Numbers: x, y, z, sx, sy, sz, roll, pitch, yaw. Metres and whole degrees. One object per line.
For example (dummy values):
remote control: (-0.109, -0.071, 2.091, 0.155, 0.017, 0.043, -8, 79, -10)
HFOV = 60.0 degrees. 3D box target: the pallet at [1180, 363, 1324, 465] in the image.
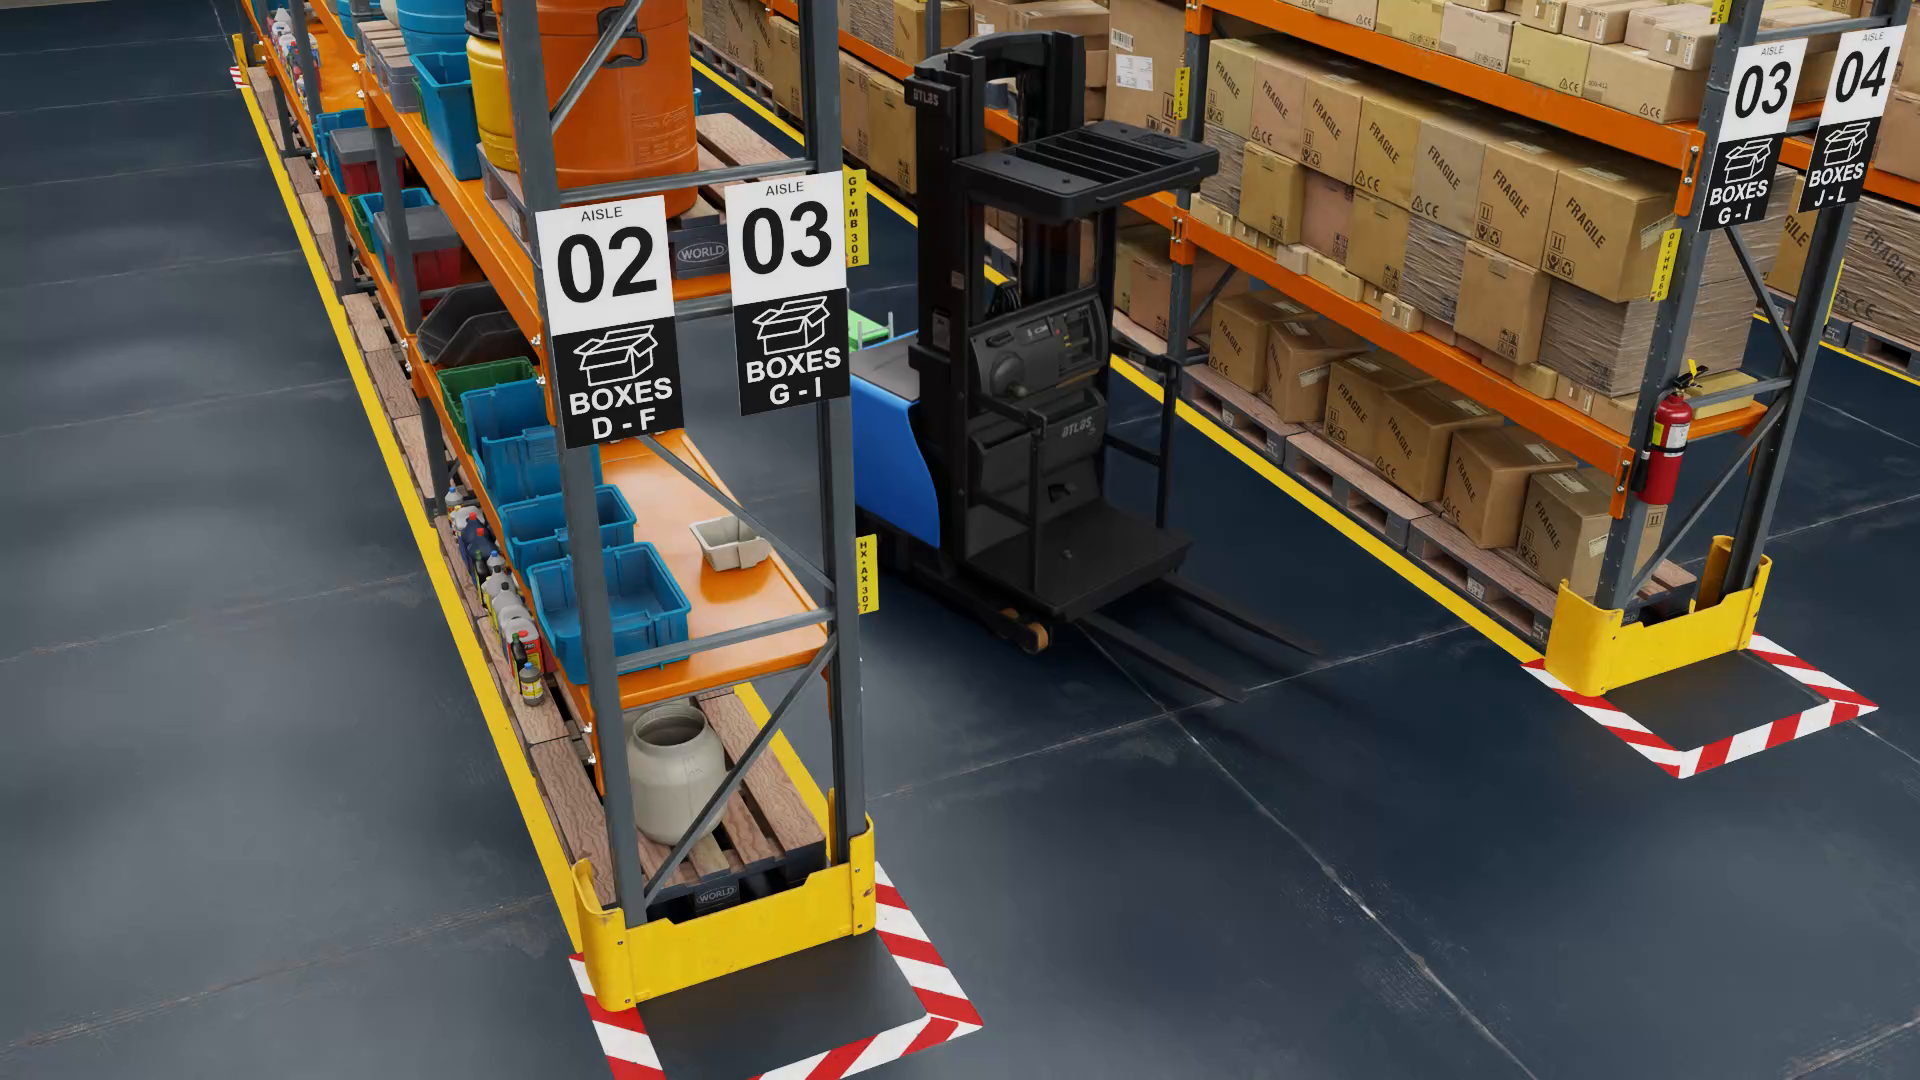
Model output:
pallet: (2.224, -0.937, 11.205, 1.003, 0.211, 1.213, -13, 32, -22)

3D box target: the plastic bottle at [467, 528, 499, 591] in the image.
plastic bottle: (-2.516, 0.088, 8.784, 0.144, 0.351, 0.185, -15, 32, -24)

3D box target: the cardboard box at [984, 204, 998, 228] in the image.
cardboard box: (0.493, -3.019, 14.173, 0.700, 0.500, 0.500, -15, 33, -25)

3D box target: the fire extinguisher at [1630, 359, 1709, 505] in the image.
fire extinguisher: (3.254, -0.494, 7.644, 0.296, 0.674, 0.183, -13, 32, -22)

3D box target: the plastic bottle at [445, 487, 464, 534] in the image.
plastic bottle: (-2.828, -0.171, 9.329, 0.097, 0.271, 0.097, 0, 29, 0)

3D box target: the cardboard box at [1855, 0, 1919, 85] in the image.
cardboard box: (6.896, -3.587, 11.822, 0.875, 0.550, 0.550, -13, 32, -22)

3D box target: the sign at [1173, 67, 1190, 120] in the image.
sign: (1.404, -2.829, 10.545, 0.100, 0.325, 0.005, -13, 32, -22)

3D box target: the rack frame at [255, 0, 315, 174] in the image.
rack frame: (-6.004, -4.936, 15.486, 1.000, 3.000, 0.127, -13, 32, -22)

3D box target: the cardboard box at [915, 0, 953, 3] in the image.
cardboard box: (-0.112, -5.017, 14.502, 0.797, 0.503, 0.637, -12, 31, -20)

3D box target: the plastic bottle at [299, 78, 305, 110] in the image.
plastic bottle: (-5.145, -3.531, 13.112, 0.097, 0.271, 0.097, 0, 29, 0)

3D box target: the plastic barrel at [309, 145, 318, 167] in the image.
plastic barrel: (-5.785, -3.960, 15.462, 0.600, 0.901, 0.708, -13, 32, -22)

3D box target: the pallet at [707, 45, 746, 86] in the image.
pallet: (-2.314, -5.652, 19.614, 1.003, 0.211, 1.213, -13, 32, -22)

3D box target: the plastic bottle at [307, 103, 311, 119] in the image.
plastic bottle: (-4.944, -3.309, 12.704, 0.061, 0.283, 0.133, -13, 32, -22)

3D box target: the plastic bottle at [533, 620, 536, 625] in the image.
plastic bottle: (-2.075, 0.461, 8.272, 0.097, 0.201, 0.097, 0, 29, 0)

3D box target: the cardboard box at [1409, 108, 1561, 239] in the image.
cardboard box: (2.730, -1.917, 8.673, 0.500, 0.500, 0.500, -13, 32, -22)

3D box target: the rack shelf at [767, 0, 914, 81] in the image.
rack shelf: (-0.672, -4.779, 15.941, 1.077, 0.370, 4.000, -13, 32, -22)

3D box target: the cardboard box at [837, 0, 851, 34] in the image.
cardboard box: (-0.901, -5.094, 15.665, 0.500, 0.500, 0.500, -12, 32, -21)

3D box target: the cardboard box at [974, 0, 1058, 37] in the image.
cardboard box: (0.455, -4.206, 13.652, 0.500, 0.500, 0.500, -17, 34, -28)

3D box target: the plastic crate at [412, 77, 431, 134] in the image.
plastic crate: (-2.138, -1.864, 7.157, 0.336, 0.188, 0.450, -13, 32, -22)

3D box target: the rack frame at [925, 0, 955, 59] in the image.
rack frame: (0.187, -4.209, 14.190, 1.000, 3.000, 0.127, -13, 32, -22)

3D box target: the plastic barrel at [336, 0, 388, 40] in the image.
plastic barrel: (-2.984, -3.108, 8.647, 0.600, 0.901, 0.708, -13, 32, -22)

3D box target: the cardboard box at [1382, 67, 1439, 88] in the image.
cardboard box: (2.775, -2.469, 9.658, 0.500, 0.500, 0.500, -13, 32, -22)

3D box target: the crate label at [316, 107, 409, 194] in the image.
crate label: (-4.104, -2.689, 11.443, 0.502, 0.435, 0.616, -13, 32, -22)

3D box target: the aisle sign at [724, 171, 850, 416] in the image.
aisle sign: (-0.556, -0.799, 5.450, 0.394, 0.787, 0.004, -13, 32, -22)

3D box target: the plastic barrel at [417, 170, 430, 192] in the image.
plastic barrel: (-3.471, -2.622, 11.246, 0.421, 0.512, 0.421, 0, 29, 0)

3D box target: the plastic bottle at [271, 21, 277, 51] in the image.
plastic bottle: (-6.066, -4.480, 14.803, 0.097, 0.271, 0.097, 0, 29, 0)

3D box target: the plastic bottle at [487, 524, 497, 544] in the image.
plastic bottle: (-2.467, -0.025, 8.987, 0.144, 0.351, 0.185, -13, 32, -22)

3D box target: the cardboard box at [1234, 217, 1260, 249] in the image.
cardboard box: (1.953, -1.957, 10.430, 0.380, 0.149, 0.250, -13, 32, -22)

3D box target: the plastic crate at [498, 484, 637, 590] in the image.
plastic crate: (-1.611, -0.017, 6.865, 0.499, 0.251, 0.408, -13, 32, -22)

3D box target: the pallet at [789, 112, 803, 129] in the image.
pallet: (-1.131, -4.435, 17.443, 1.003, 0.211, 1.213, -13, 32, -22)

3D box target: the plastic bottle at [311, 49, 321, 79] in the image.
plastic bottle: (-5.413, -3.972, 13.897, 0.097, 0.271, 0.097, 0, 29, 0)

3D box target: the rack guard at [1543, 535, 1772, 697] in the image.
rack guard: (3.589, 0.381, 8.559, 1.175, 0.500, 0.348, -13, 32, -22)

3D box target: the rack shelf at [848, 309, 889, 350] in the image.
rack shelf: (-0.638, -1.220, 9.848, 0.258, 0.148, 0.480, -21, 35, -32)

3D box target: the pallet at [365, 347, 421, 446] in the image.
pallet: (-3.469, -1.065, 11.433, 1.003, 0.211, 1.213, -13, 32, -22)

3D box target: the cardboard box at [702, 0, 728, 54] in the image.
cardboard box: (-2.510, -6.332, 19.718, 0.875, 0.875, 0.875, -13, 32, -22)

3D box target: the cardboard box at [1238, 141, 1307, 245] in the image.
cardboard box: (2.224, -2.176, 10.157, 0.875, 0.500, 0.500, -13, 32, -22)

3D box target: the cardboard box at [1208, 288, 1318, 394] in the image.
cardboard box: (2.040, -1.350, 11.217, 0.500, 0.500, 0.500, -14, 32, -23)

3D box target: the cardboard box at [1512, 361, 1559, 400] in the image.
cardboard box: (3.052, -0.859, 8.471, 0.380, 0.149, 0.250, -13, 32, -22)

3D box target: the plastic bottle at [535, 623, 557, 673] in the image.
plastic bottle: (-2.024, 0.499, 8.122, 0.061, 0.283, 0.133, -13, 32, -22)

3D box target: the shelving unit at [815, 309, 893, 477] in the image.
shelving unit: (-0.638, -0.857, 10.052, 0.258, 1.200, 0.503, -21, 35, -32)

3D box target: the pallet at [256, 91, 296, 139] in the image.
pallet: (-6.882, -4.576, 17.695, 1.003, 0.211, 1.213, -13, 32, -22)

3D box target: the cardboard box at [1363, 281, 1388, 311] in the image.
cardboard box: (2.529, -1.414, 9.462, 0.380, 0.149, 0.250, -13, 32, -22)

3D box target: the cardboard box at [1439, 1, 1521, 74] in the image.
cardboard box: (2.756, -2.526, 8.274, 0.500, 0.250, 0.500, -12, 32, -21)

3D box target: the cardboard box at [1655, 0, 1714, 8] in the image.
cardboard box: (3.468, -2.483, 7.790, 0.380, 0.149, 0.250, -14, 32, -23)

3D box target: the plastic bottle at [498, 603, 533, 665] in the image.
plastic bottle: (-2.179, 0.463, 8.192, 0.152, 0.276, 0.135, -14, 32, -23)

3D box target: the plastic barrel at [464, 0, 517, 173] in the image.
plastic barrel: (-1.456, -1.686, 6.001, 0.600, 0.588, 0.600, 0, 29, 0)

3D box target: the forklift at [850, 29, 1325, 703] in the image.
forklift: (0.561, -0.966, 8.476, 1.130, 2.935, 3.031, -24, 37, -36)

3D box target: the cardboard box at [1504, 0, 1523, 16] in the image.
cardboard box: (2.875, -2.628, 8.049, 0.380, 0.149, 0.250, -13, 32, -21)

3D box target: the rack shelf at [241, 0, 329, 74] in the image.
rack shelf: (-6.862, -5.506, 17.238, 1.077, 0.370, 4.000, -13, 32, -22)

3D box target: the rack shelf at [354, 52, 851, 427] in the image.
rack shelf: (-1.711, -1.513, 7.051, 1.077, 0.370, 4.000, -13, 32, -22)

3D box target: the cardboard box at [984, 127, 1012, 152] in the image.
cardboard box: (0.502, -3.348, 13.994, 0.500, 0.250, 0.500, -12, 31, -20)

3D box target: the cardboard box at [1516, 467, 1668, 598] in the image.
cardboard box: (3.368, -0.048, 8.894, 0.500, 0.500, 0.500, -7, 30, -13)

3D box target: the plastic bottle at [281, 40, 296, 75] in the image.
plastic bottle: (-5.652, -4.086, 14.097, 0.152, 0.276, 0.135, -13, 32, -22)

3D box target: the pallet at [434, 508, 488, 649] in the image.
pallet: (-2.318, 0.119, 9.321, 1.003, 0.211, 1.213, -13, 32, -22)

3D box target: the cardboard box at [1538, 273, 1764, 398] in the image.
cardboard box: (3.410, -1.097, 8.234, 0.875, 0.500, 0.500, -13, 32, -22)
